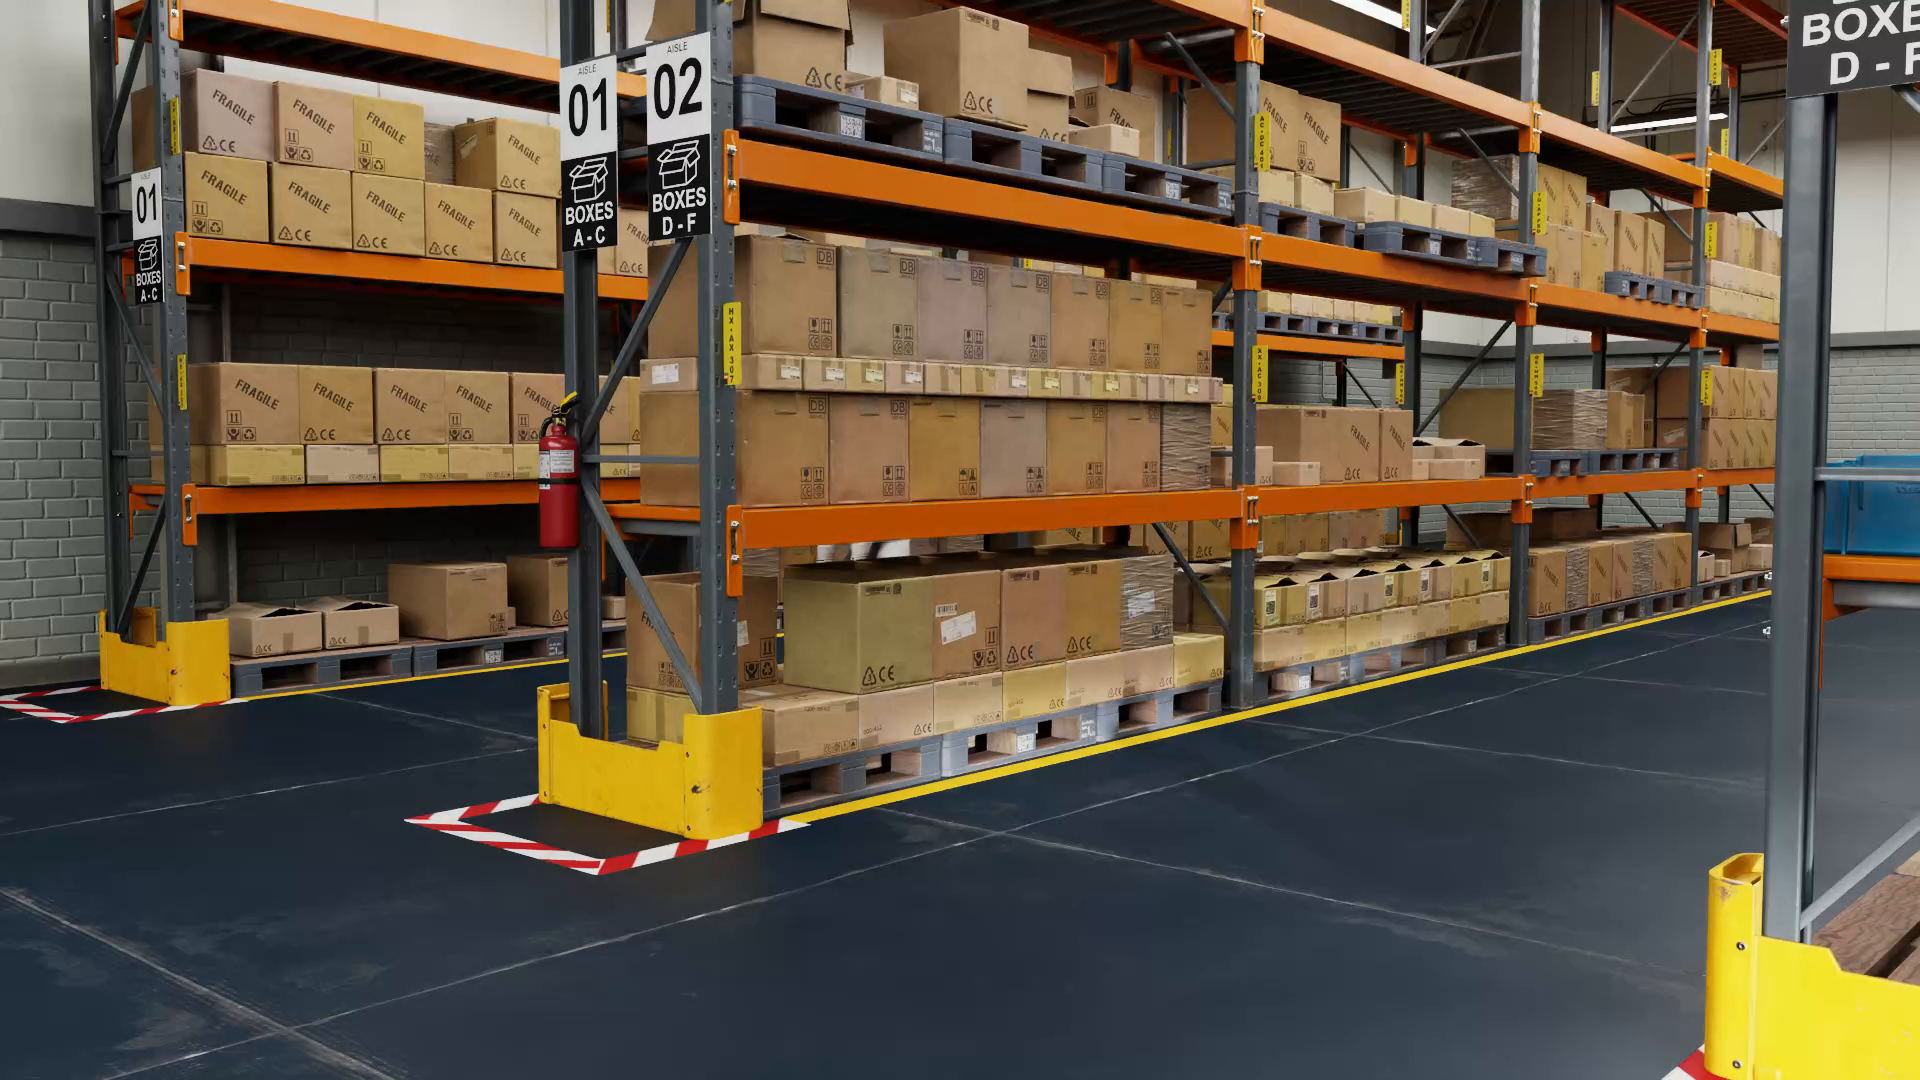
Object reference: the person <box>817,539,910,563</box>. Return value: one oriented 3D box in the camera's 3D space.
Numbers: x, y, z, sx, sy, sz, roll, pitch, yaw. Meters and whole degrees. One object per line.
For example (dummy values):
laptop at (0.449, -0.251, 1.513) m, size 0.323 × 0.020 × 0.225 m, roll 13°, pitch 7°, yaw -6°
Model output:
person at (-0.754, 0.252, 12.263) m, size 0.578 × 1.207 × 0.927 m, roll 3°, pitch 4°, yaw 38°
